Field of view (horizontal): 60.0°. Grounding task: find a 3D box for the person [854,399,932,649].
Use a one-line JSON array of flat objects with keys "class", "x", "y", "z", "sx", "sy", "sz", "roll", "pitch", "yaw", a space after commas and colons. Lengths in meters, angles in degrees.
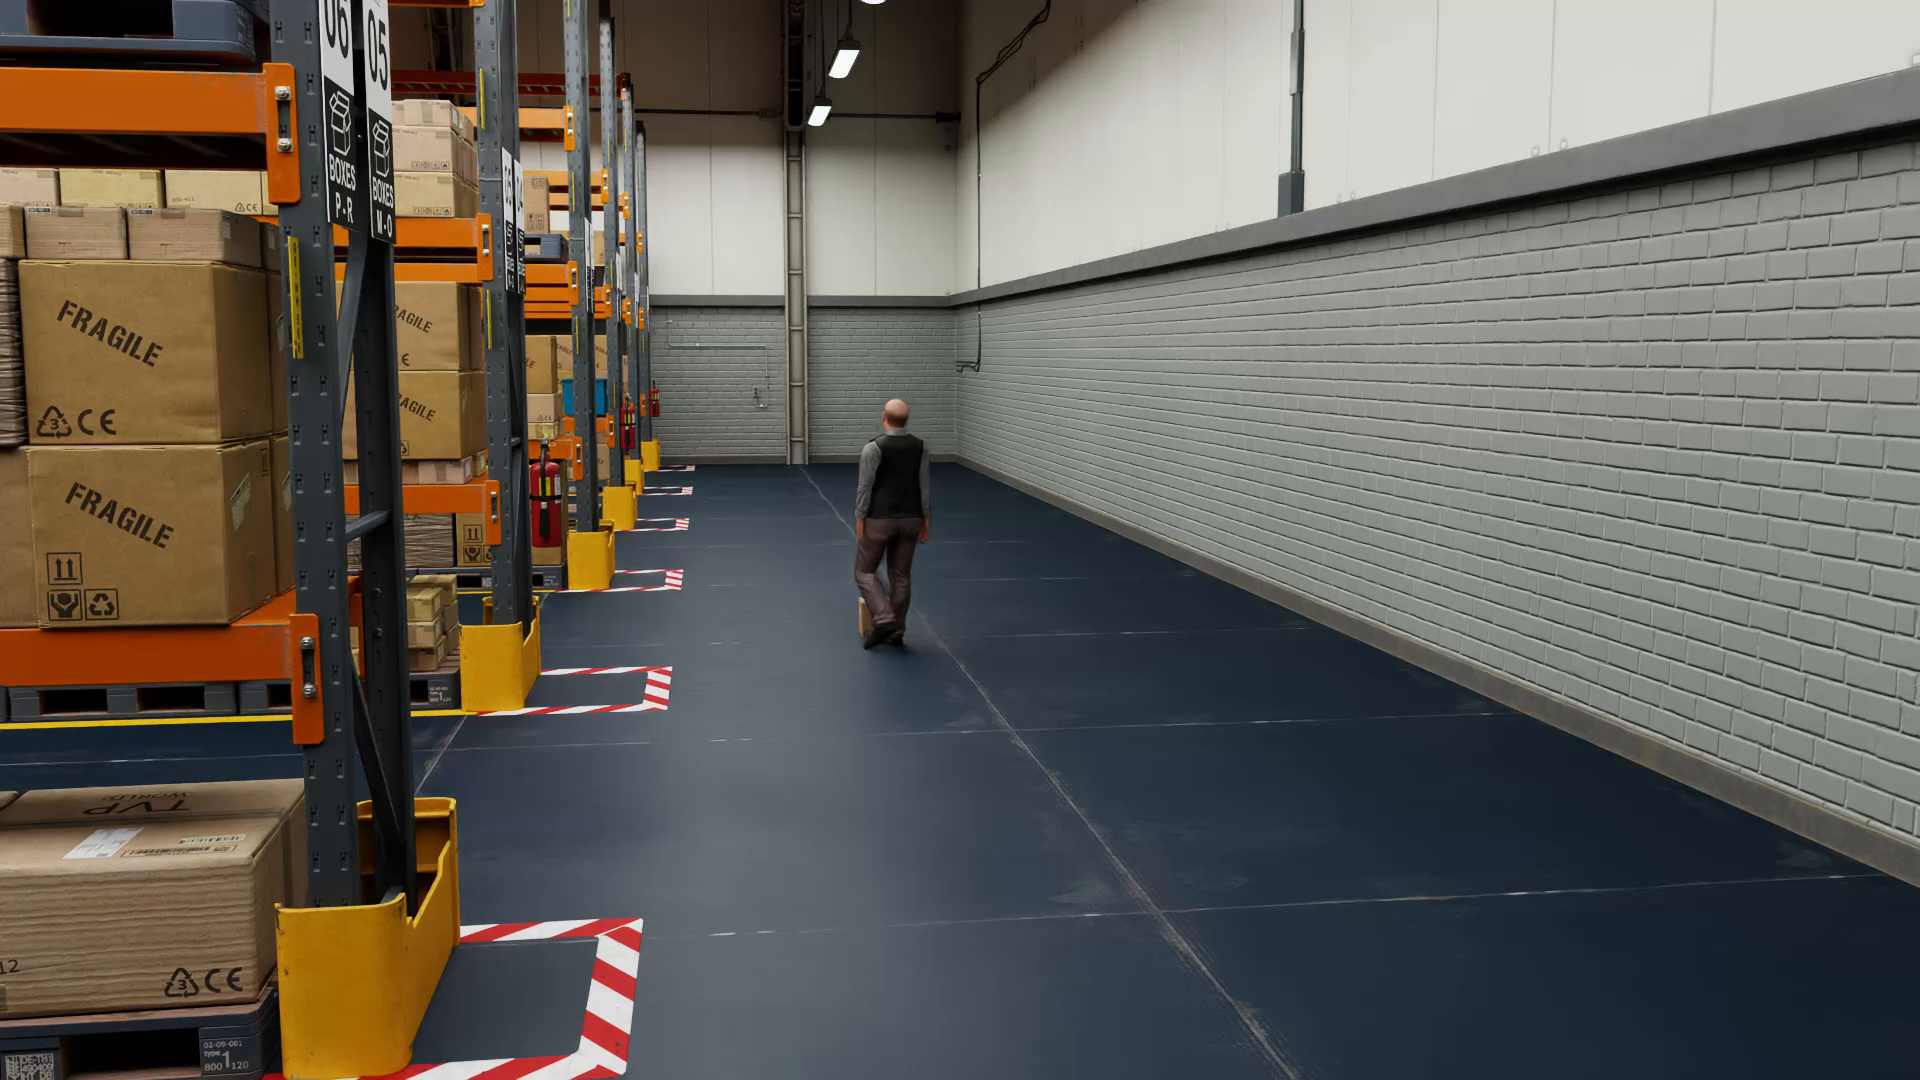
[{"class": "person", "x": -0.480, "y": -0.115, "z": 11.623, "sx": 0.557, "sy": 1.736, "sz": 0.479, "roll": -4, "pitch": 7, "yaw": -31}]
